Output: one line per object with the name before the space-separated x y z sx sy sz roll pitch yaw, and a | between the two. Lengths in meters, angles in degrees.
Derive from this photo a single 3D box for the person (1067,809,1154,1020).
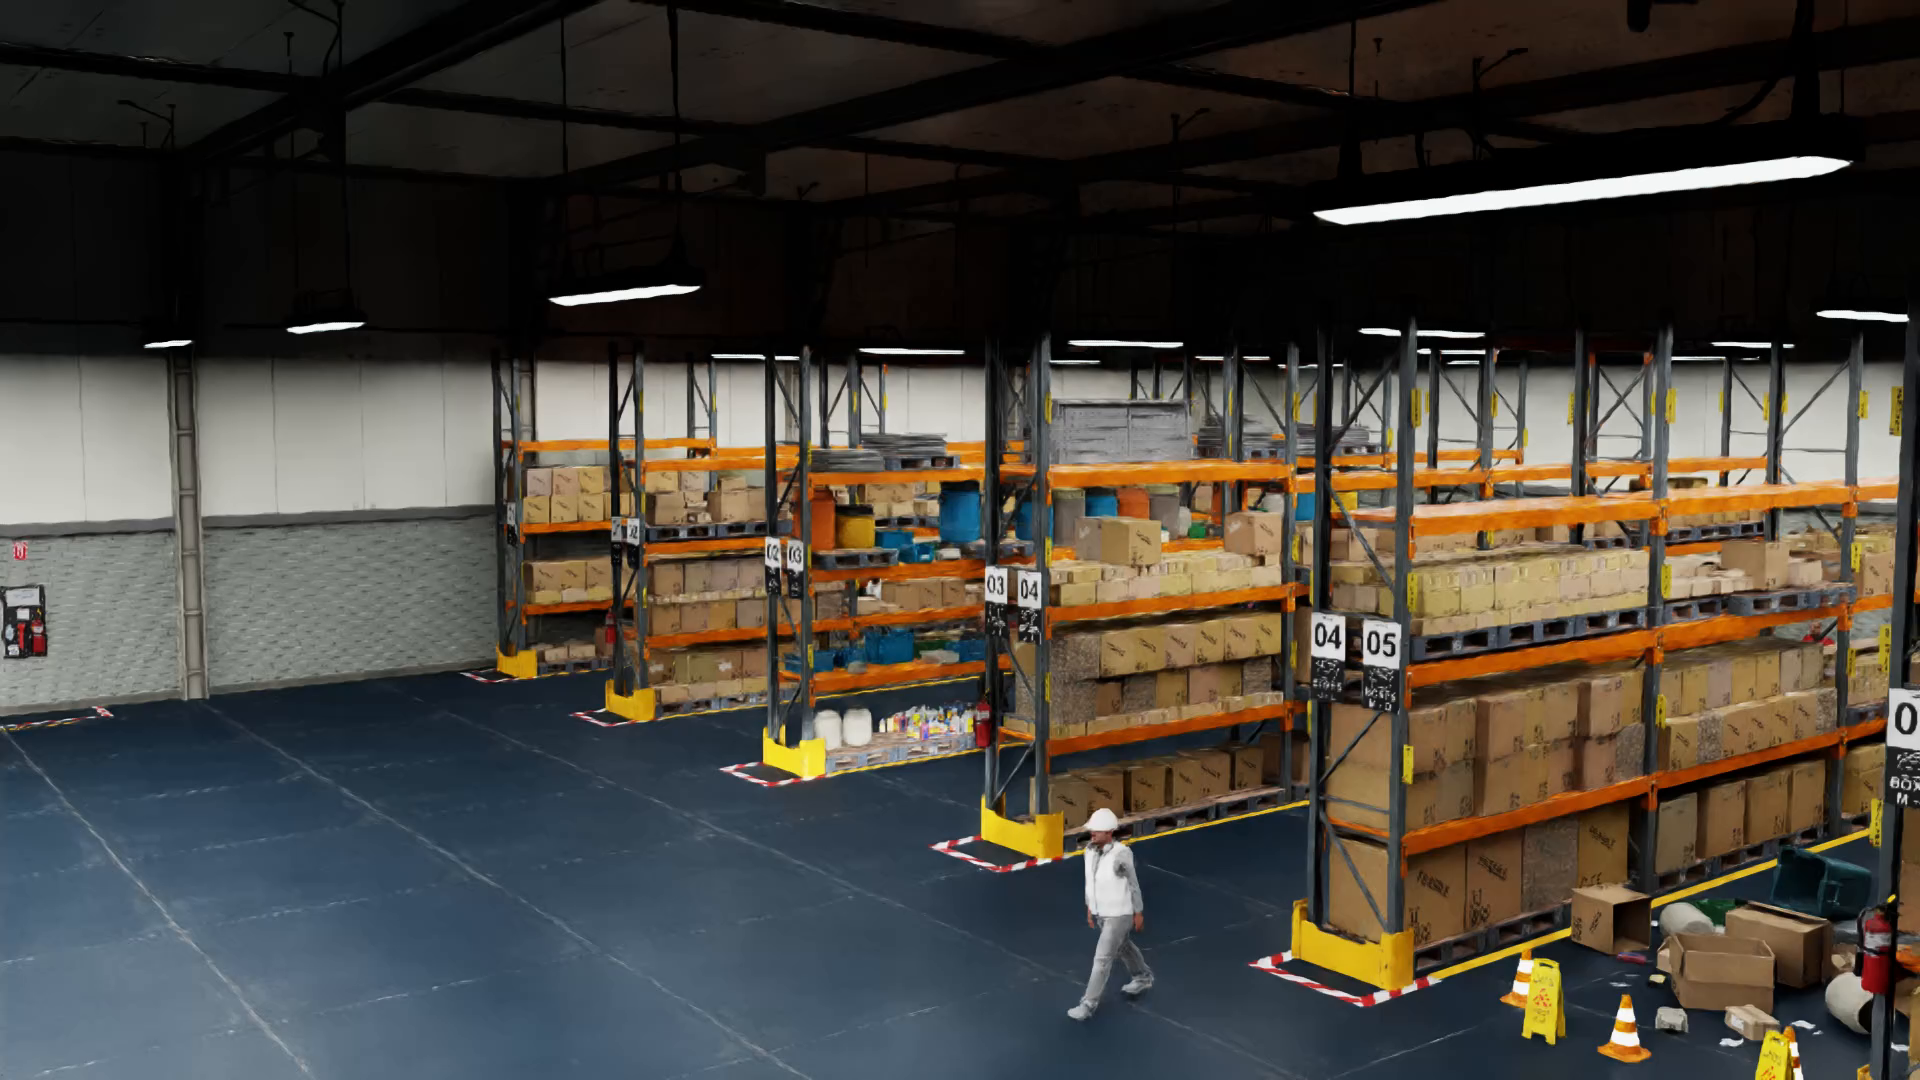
person | 1.233 3.082 13.960 1.115 1.700 0.543 -4 6 -35

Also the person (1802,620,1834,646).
person | 13.286 2.063 25.781 1.040 1.669 0.556 -4 6 -38

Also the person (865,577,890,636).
person | -1.674 1.381 33.164 1.029 1.724 0.554 -5 7 -45

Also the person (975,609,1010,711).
person | 0.453 1.961 26.724 0.890 1.717 0.736 -3 6 -32
